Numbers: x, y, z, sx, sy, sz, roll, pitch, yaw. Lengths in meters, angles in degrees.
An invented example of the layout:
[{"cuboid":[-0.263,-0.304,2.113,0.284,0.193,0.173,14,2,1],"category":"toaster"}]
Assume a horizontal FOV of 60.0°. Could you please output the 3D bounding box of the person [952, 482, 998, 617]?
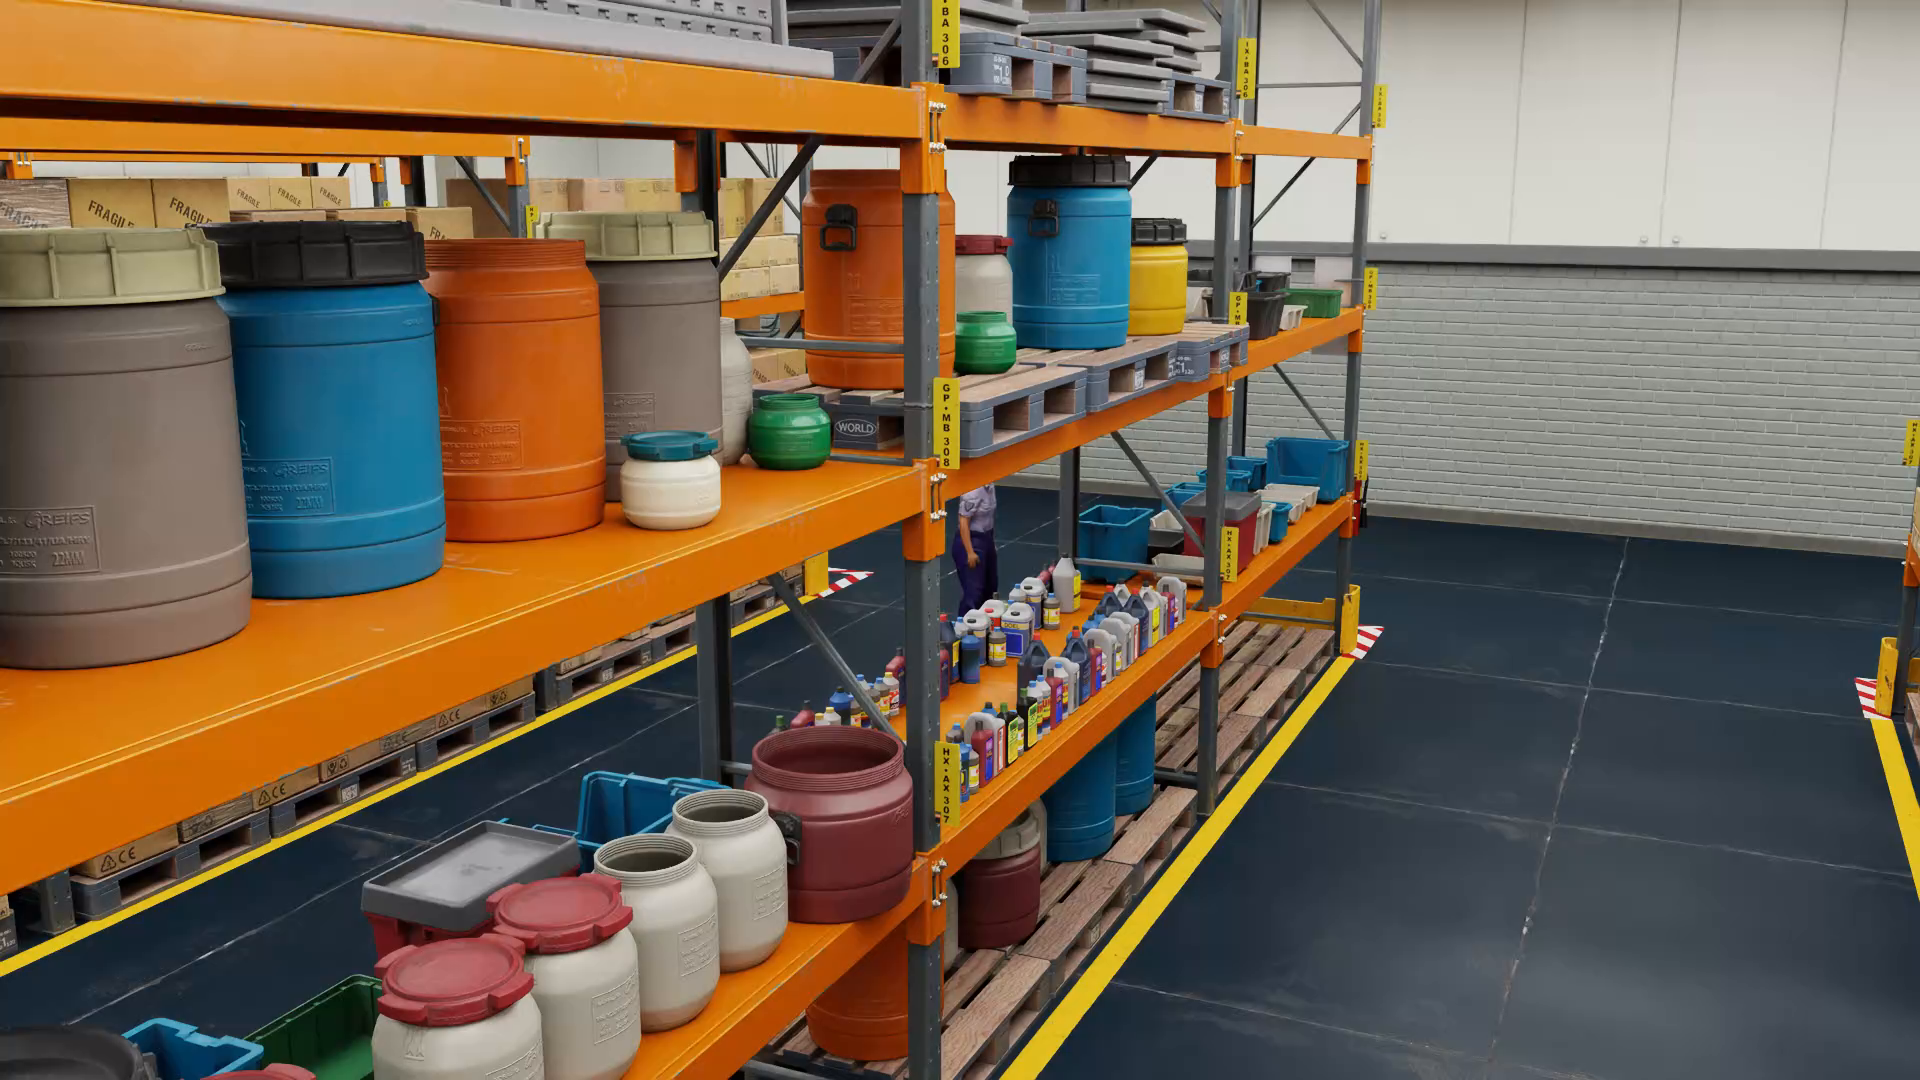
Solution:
[{"cuboid":[0.143,0.084,13.635,0.367,1.637,0.550,5,13,22],"category":"person"}]
